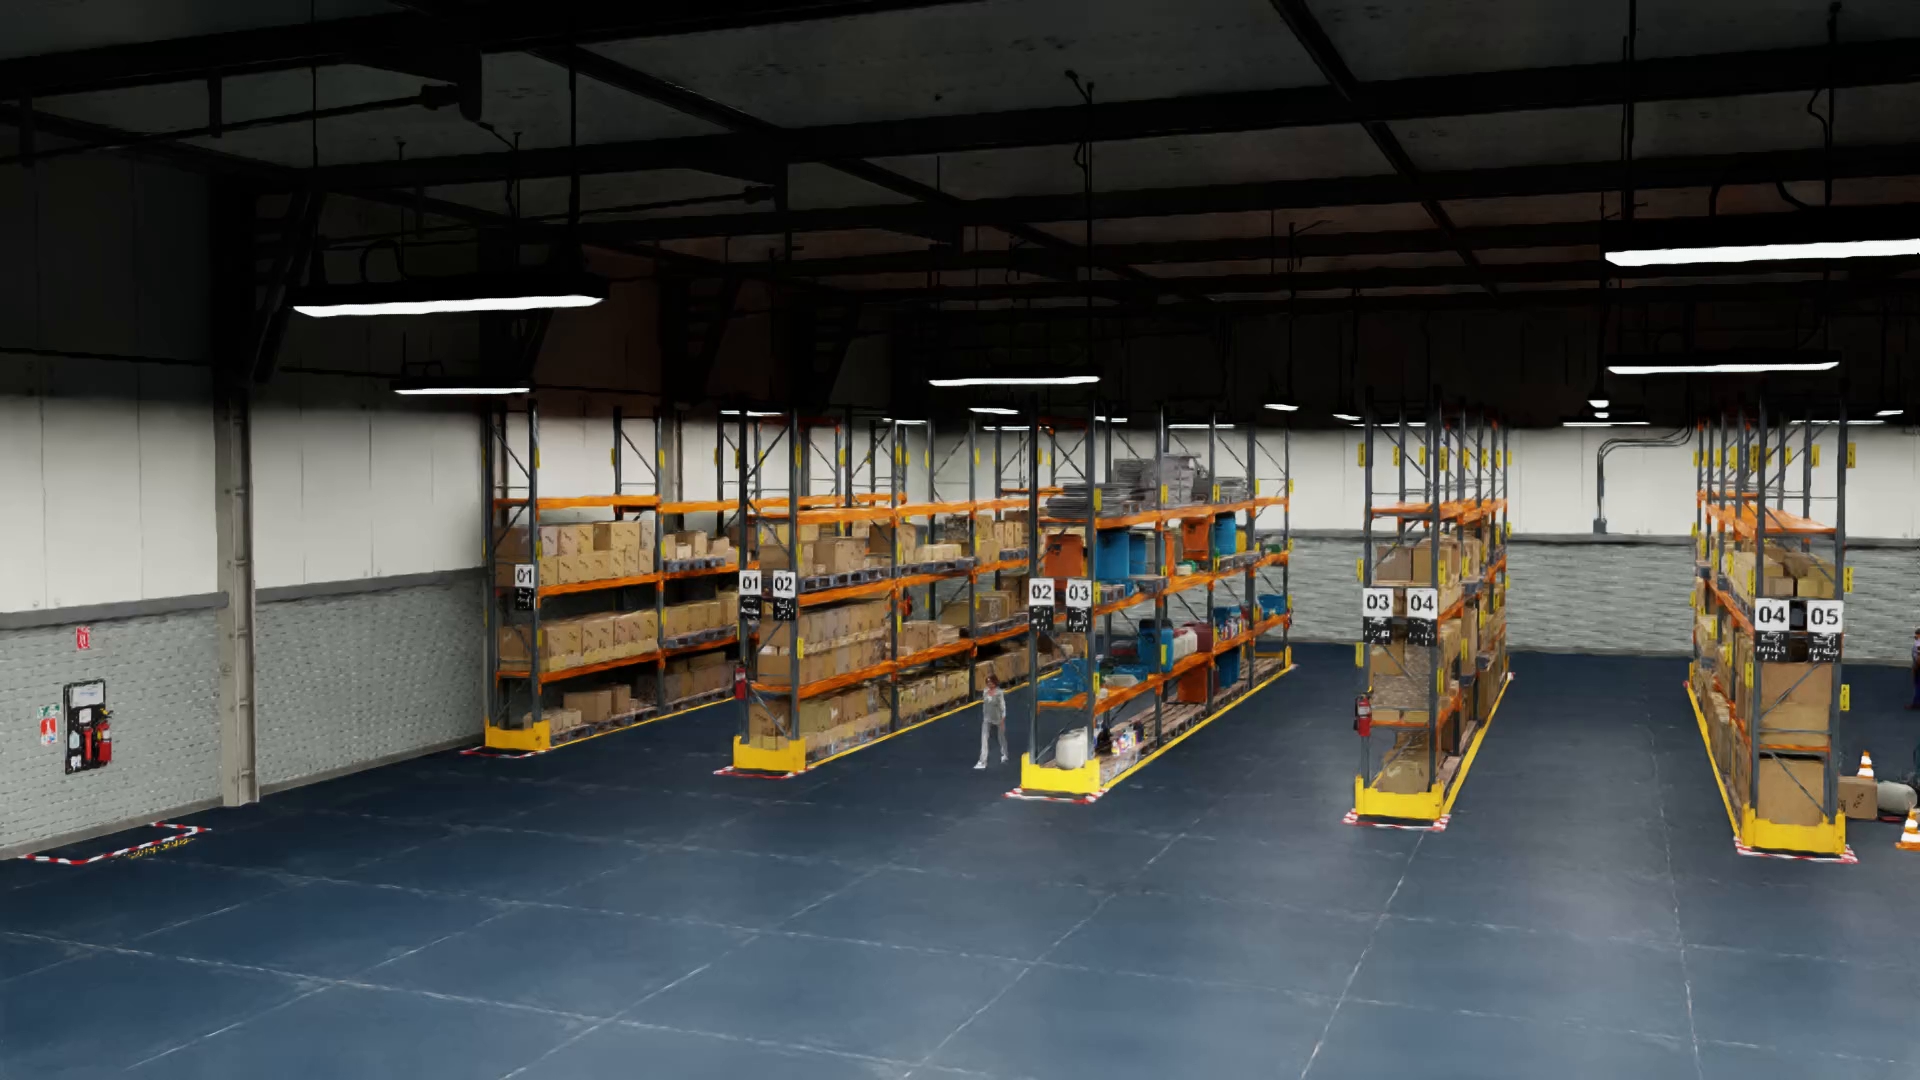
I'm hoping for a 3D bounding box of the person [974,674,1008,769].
[{"bbox_3d":[0.553,2.903,26.860,0.415,1.517,1.041,1,3,19],"label":"person"}]

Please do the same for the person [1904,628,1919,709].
[{"bbox_3d":[19.032,2.547,32.903,0.574,1.634,0.594,1,3,28],"label":"person"}]
